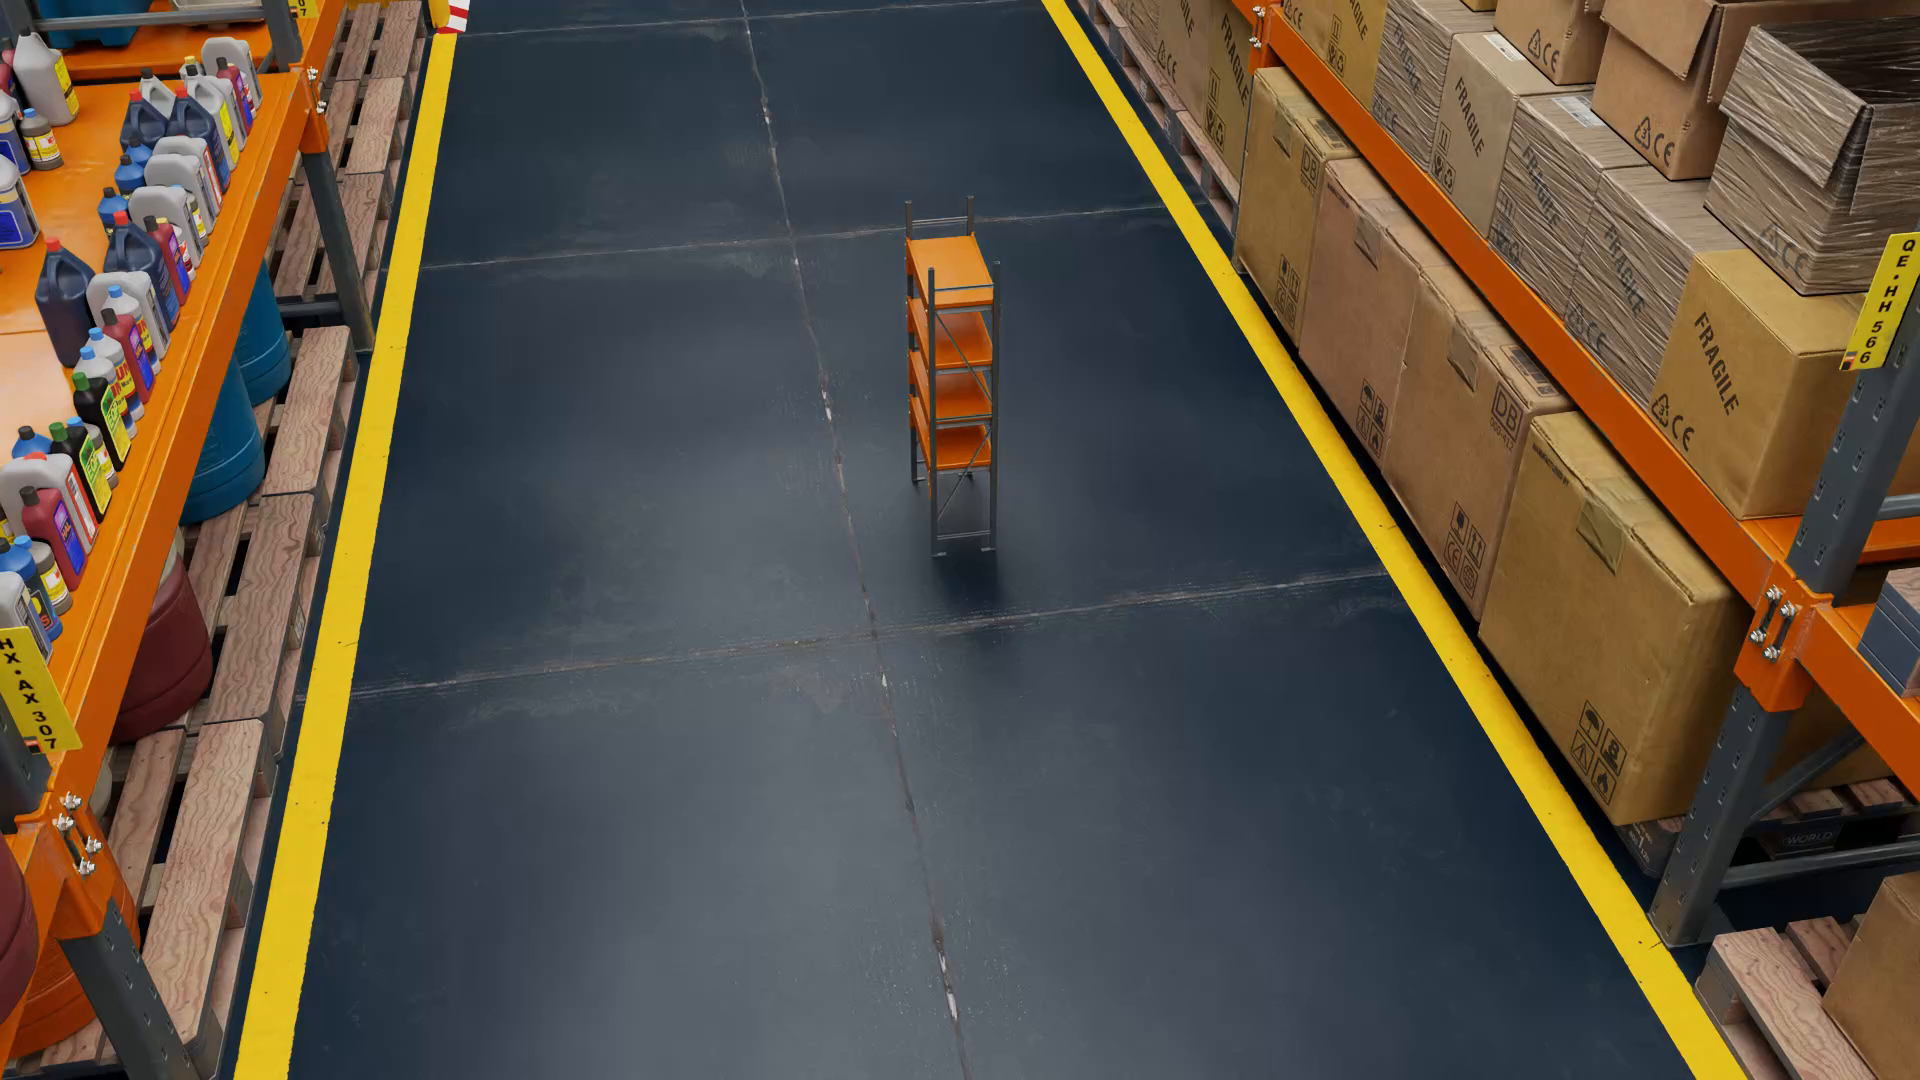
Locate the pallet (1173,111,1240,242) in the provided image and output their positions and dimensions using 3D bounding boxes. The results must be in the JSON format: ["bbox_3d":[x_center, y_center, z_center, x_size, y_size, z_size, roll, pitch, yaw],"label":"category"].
[{"bbox_3d":[1.740,-1.887,8.507,1.003,0.211,1.213,-6,38,-8],"label":"pallet"}]

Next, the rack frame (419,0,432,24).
[{"bbox_3d":[-3.781,-4.404,9.473,1.000,3.000,0.127,-6,38,-8],"label":"rack frame"}]

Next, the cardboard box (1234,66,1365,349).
[{"bbox_3d":[1.928,-1.463,7.077,1.225,0.875,0.875,-6,38,-8],"label":"cardboard box"}]

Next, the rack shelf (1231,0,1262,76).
[{"bbox_3d":[1.446,-3.444,8.825,1.077,0.370,4.000,-6,38,-8],"label":"rack shelf"}]

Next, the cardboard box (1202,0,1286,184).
[{"bbox_3d":[1.759,-2.254,8.096,0.875,0.875,0.875,-6,38,-8],"label":"cardboard box"}]

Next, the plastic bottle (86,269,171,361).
[{"bbox_3d":[-2.379,-0.656,4.751,0.152,0.276,0.135,-6,38,-8],"label":"plastic bottle"}]

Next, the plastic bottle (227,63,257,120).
[{"bbox_3d":[-2.645,-1.639,6.076,0.097,0.201,0.097,0,38,0],"label":"plastic bottle"}]

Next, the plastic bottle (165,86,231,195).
[{"bbox_3d":[-2.564,-1.337,5.566,0.144,0.351,0.185,-6,38,-8],"label":"plastic bottle"}]

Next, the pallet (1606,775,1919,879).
[{"bbox_3d":[2.434,0.513,5.418,1.003,0.211,1.213,-6,38,-8],"label":"pallet"}]

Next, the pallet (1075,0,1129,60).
[{"bbox_3d":[1.312,-3.361,10.404,1.003,0.211,1.213,-6,38,-8],"label":"pallet"}]

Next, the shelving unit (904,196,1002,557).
[{"bbox_3d":[-0.029,-0.574,6.011,0.258,1.200,0.503,-6,38,-8],"label":"shelving unit"}]

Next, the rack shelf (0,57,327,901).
[{"bbox_3d":[-2.729,-0.496,5.029,1.077,0.370,4.000,-6,38,-8],"label":"rack shelf"}]

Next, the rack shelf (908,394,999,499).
[{"bbox_3d":[-0.029,-0.364,6.174,0.258,0.148,0.480,-6,38,-8],"label":"rack shelf"}]

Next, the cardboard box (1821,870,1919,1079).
[{"bbox_3d":[2.635,1.112,4.053,0.700,0.500,0.500,-8,39,-10],"label":"cardboard box"}]

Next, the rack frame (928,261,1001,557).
[{"bbox_3d":[0.014,-0.426,5.821,0.240,1.200,0.015,-6,38,-8],"label":"rack frame"}]

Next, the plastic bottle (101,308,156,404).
[{"bbox_3d":[-2.294,-0.525,4.575,0.061,0.283,0.133,-6,38,-8],"label":"plastic bottle"}]

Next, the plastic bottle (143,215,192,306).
[{"bbox_3d":[-2.390,-0.857,5.003,0.061,0.283,0.133,-6,38,-8],"label":"plastic bottle"}]

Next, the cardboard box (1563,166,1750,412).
[{"bbox_3d":[2.086,-0.717,4.646,0.500,0.500,0.500,-7,38,-8],"label":"cardboard box"}]

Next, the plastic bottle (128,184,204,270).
[{"bbox_3d":[-2.476,-0.989,5.179,0.152,0.276,0.135,-6,38,-8],"label":"plastic bottle"}]

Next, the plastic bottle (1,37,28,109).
[{"bbox_3d":[-3.436,-1.674,6.055,0.061,0.283,0.133,-6,38,-8],"label":"plastic bottle"}]

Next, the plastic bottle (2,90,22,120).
[{"bbox_3d":[-3.374,-1.494,5.889,0.097,0.201,0.097,0,38,0],"label":"plastic bottle"}]

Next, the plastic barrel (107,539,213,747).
[{"bbox_3d":[-2.679,0.239,5.121,0.600,0.588,0.708,-6,38,-8],"label":"plastic barrel"}]

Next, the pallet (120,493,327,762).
[{"bbox_3d":[-2.768,0.323,5.663,1.003,0.211,1.213,-6,38,-8],"label":"pallet"}]

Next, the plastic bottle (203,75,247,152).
[{"bbox_3d":[-2.628,-1.515,5.856,0.152,0.276,0.135,-6,38,-8],"label":"plastic bottle"}]

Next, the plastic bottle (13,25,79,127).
[{"bbox_3d":[-3.330,-1.696,6.029,0.144,0.351,0.185,-6,38,-8],"label":"plastic bottle"}]

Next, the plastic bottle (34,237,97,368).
[{"bbox_3d":[-2.530,-0.685,4.727,0.144,0.351,0.185,-6,38,-8],"label":"plastic bottle"}]

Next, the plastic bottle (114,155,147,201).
[{"bbox_3d":[-2.636,-1.102,5.329,0.097,0.271,0.097,0,38,0],"label":"plastic bottle"}]

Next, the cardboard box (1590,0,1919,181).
[{"bbox_3d":[2.274,-1.377,4.679,0.797,0.503,0.637,-5,38,-7],"label":"cardboard box"}]

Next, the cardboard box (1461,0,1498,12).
[{"bbox_3d":[2.025,-2.155,5.680,0.797,0.503,0.637,-6,38,-7],"label":"cardboard box"}]

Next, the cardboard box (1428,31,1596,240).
[{"bbox_3d":[1.903,-1.338,5.445,0.500,0.500,0.500,-6,38,-7],"label":"cardboard box"}]

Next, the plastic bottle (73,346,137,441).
[{"bbox_3d":[-2.275,-0.389,4.411,0.097,0.271,0.097,0,38,0],"label":"plastic bottle"}]

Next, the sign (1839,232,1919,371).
[{"bbox_3d":[1.952,-0.500,3.505,0.100,0.325,0.005,-6,38,-8],"label":"sign"}]

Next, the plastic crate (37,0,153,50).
[{"bbox_3d":[-3.498,-2.250,6.666,0.392,0.384,0.575,-6,38,-8],"label":"plastic crate"}]

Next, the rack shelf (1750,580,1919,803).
[{"bbox_3d":[2.848,1.388,2.605,1.077,0.370,4.000,-6,38,-8],"label":"rack shelf"}]

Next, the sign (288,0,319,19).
[{"bbox_3d":[-2.538,-2.155,6.353,0.100,0.325,0.005,-6,38,-8],"label":"sign"}]

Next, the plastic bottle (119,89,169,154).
[{"bbox_3d":[-2.706,-1.321,5.546,0.144,0.351,0.185,-6,38,-8],"label":"plastic bottle"}]

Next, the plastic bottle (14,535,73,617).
[{"bbox_3d":[-2.147,0.079,3.865,0.097,0.201,0.097,0,38,0],"label":"plastic bottle"}]

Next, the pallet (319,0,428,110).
[{"bbox_3d":[-3.675,-2.800,9.682,1.003,0.211,1.213,-6,38,-8],"label":"pallet"}]

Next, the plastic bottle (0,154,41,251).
[{"bbox_3d":[-3.062,-1.075,5.290,0.152,0.276,0.135,-6,38,-8],"label":"plastic bottle"}]

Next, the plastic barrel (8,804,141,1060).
[{"bbox_3d":[-2.481,0.826,4.169,0.600,0.830,0.708,-6,38,-8],"label":"plastic barrel"}]

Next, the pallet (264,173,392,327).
[{"bbox_3d":[-3.247,-1.326,7.785,1.003,0.211,1.213,-6,38,-8],"label":"pallet"}]

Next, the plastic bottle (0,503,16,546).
[{"bbox_3d":[-2.337,-0.044,4.024,0.097,0.201,0.097,0,38,0],"label":"plastic bottle"}]

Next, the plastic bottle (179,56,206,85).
[{"bbox_3d":[-2.812,-1.681,6.131,0.097,0.201,0.097,0,38,0],"label":"plastic bottle"}]

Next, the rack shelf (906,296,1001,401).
[{"bbox_3d":[-0.029,-0.697,5.915,0.258,0.148,0.480,-6,38,-8],"label":"rack shelf"}]

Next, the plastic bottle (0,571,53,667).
[{"bbox_3d":[-2.136,0.181,3.673,0.152,0.276,0.135,-6,38,-8],"label":"plastic bottle"}]

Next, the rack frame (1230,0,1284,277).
[{"bbox_3d":[1.796,-2.520,7.049,1.000,3.000,0.127,-6,38,-8],"label":"rack frame"}]

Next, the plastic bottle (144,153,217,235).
[{"bbox_3d":[-2.516,-1.129,5.359,0.152,0.276,0.135,-6,38,-8],"label":"plastic bottle"}]

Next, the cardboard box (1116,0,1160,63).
[{"bbox_3d":[1.446,-3.336,9.488,0.875,0.875,0.875,-6,38,-8],"label":"cardboard box"}]

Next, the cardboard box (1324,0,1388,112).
[{"bbox_3d":[1.720,-1.952,6.236,0.500,0.500,0.500,-6,38,-8],"label":"cardboard box"}]

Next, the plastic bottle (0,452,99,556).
[{"bbox_3d":[-2.217,-0.098,4.033,0.152,0.276,0.135,-6,38,-8],"label":"plastic bottle"}]

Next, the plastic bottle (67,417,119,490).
[{"bbox_3d":[-2.234,-0.222,4.253,0.097,0.201,0.097,0,38,0],"label":"plastic bottle"}]

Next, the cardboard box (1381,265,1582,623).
[{"bbox_3d":[2.248,-0.389,5.696,1.225,0.875,0.875,-6,38,-8],"label":"cardboard box"}]

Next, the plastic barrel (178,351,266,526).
[{"bbox_3d":[-2.877,-0.567,5.903,0.600,0.901,0.708,-6,38,-8],"label":"plastic barrel"}]
